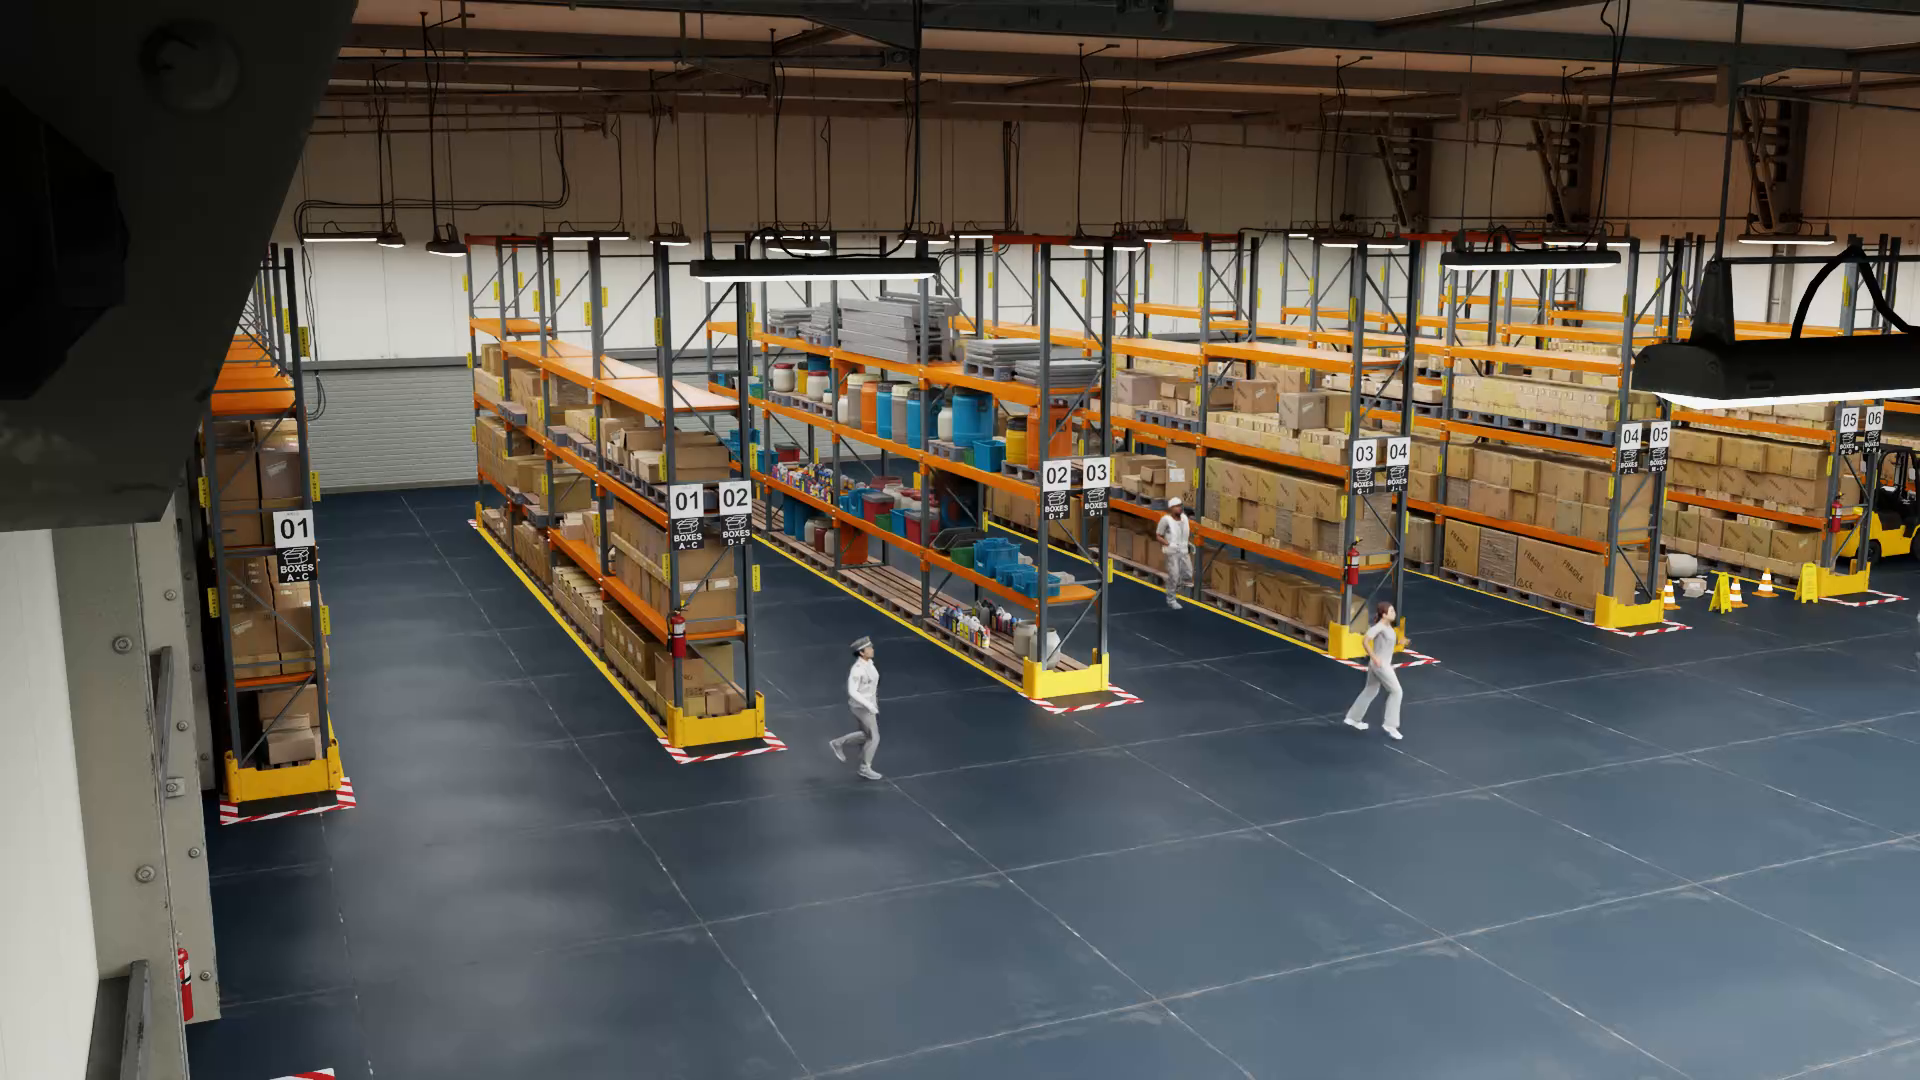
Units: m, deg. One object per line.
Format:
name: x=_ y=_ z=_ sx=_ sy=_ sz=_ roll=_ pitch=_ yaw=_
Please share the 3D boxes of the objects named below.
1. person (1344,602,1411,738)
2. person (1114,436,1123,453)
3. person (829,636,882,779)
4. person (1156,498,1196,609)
person: x=5.168 y=1.597 z=20.572 sx=0.762 sy=1.731 sz=0.539 roll=2 pitch=11 yaw=12
person: x=3.977 y=-2.505 z=41.863 sx=0.545 sy=1.591 sz=0.677 roll=-1 pitch=11 yaw=-6
person: x=-1.179 y=1.898 z=19.035 sx=0.580 sy=1.685 sz=0.642 roll=2 pitch=11 yaw=9
person: x=3.389 y=0.209 z=25.978 sx=0.685 sy=1.749 sz=0.539 roll=-6 pitch=13 yaw=-30
